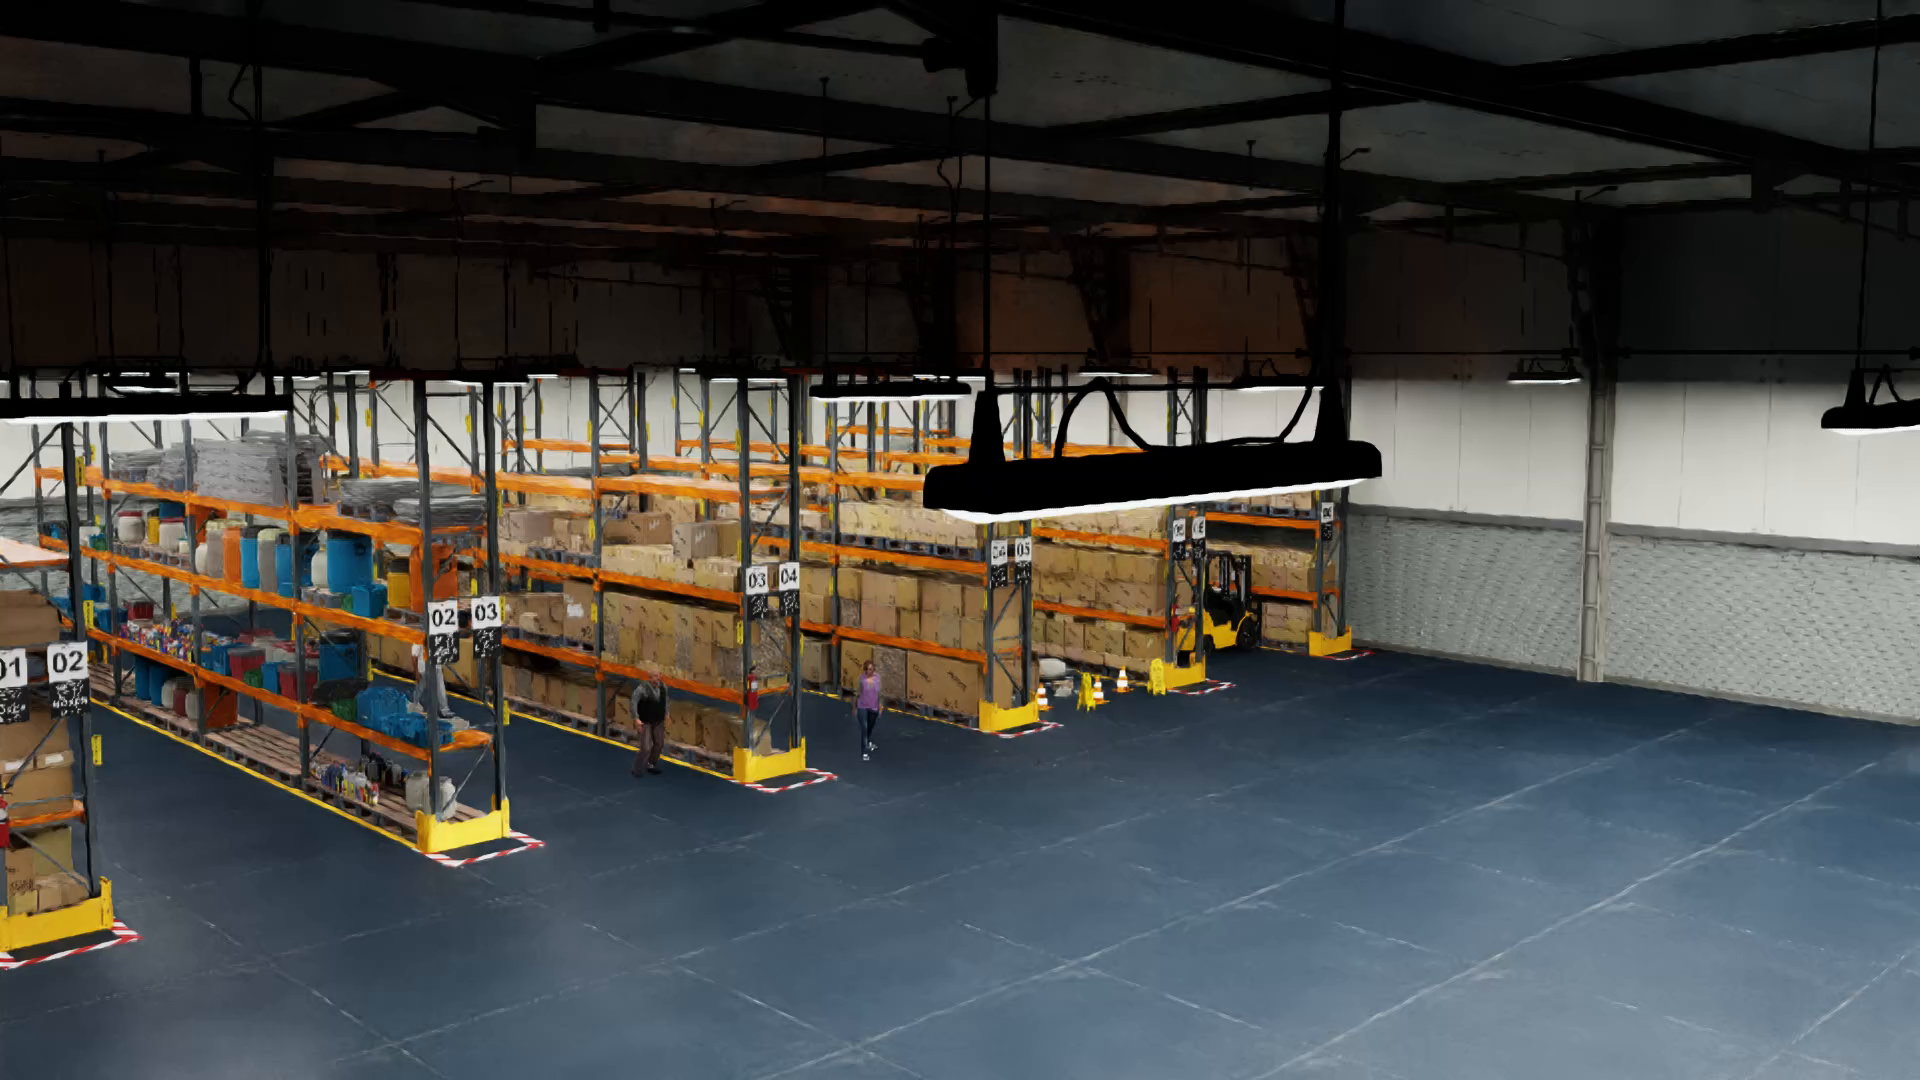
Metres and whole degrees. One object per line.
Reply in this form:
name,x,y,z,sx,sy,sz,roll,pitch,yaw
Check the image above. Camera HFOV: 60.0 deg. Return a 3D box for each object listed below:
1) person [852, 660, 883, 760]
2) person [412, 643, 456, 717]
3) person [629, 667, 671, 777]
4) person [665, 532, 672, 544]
person,-1.429,2.625,26.072,0.455,1.543,0.885,-2,7,-20
person,-9.227,2.225,28.898,0.577,1.687,1.121,-6,9,-42
person,-4.634,2.707,24.852,0.530,1.673,0.677,6,9,44
person,-8.405,0.096,47.409,0.688,1.782,0.541,1,7,8
